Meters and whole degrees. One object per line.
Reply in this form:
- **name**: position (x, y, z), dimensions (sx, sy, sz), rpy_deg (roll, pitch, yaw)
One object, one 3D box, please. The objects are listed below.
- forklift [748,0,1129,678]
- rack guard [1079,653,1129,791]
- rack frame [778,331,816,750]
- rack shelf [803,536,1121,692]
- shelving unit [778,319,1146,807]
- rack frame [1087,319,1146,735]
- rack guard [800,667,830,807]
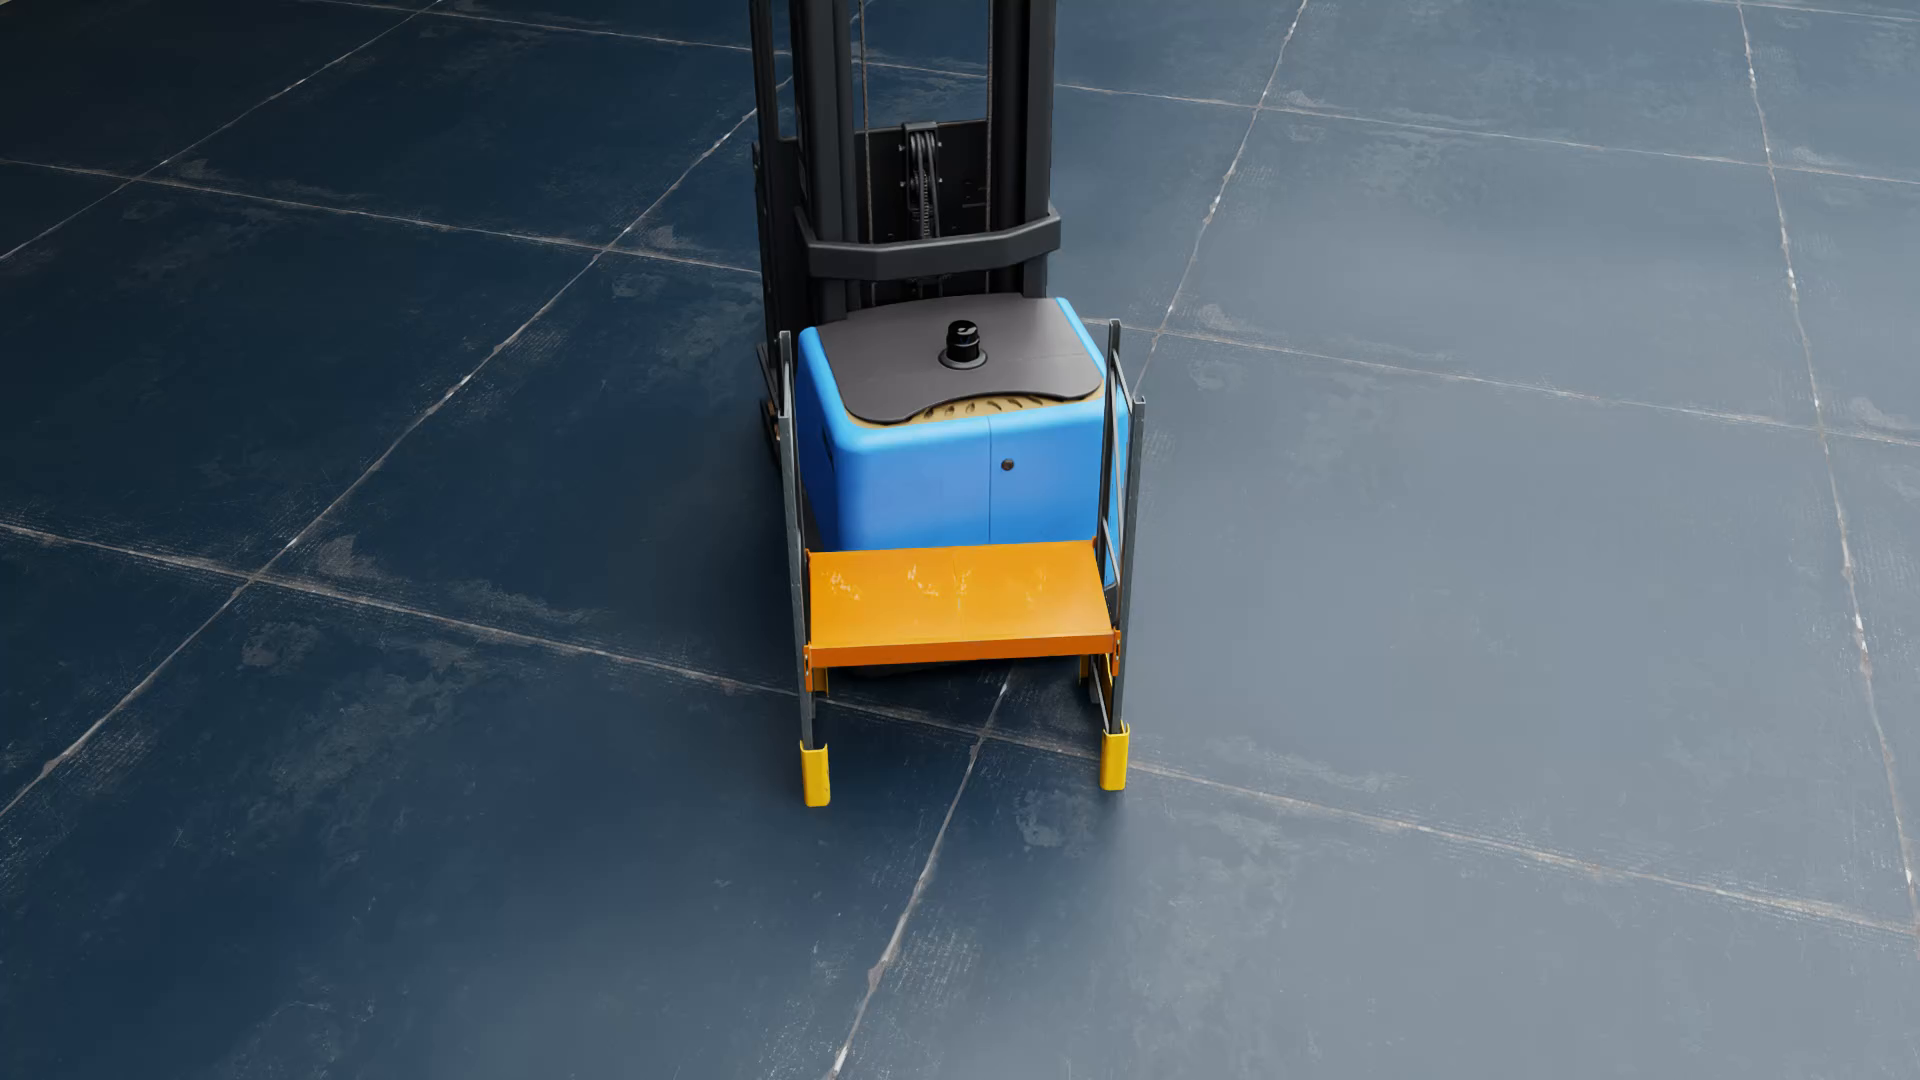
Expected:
- **forklift**: position (-0.258, -1.561, 6.399), dimensions (1.130, 2.935, 3.031), rpy_deg (-8, 37, -11)
- **rack guard**: position (0.496, 0.570, 5.765), dimensions (0.087, 0.250, 0.587), rpy_deg (-3, 36, -3)
- **rack frame**: position (-0.517, 0.112, 5.333), dimensions (0.032, 1.500, 0.500), rpy_deg (-3, 36, -3)
- **rack shelf**: position (-0.010, 0.234, 5.470), dimensions (1.000, 0.185, 0.538), rpy_deg (-3, 36, -3)
- **shelving unit**: position (-0.001, 0.089, 5.364), dimensions (1.083, 1.500, 0.587), rpy_deg (-3, 36, -3)
- **rack frame**: position (0.497, 0.066, 5.395), dimensions (0.032, 1.500, 0.500), rpy_deg (-3, 36, -3)
- **rack guard**: position (-0.497, 0.614, 5.704), dimensions (0.087, 0.250, 0.587), rpy_deg (-3, 36, -3)
